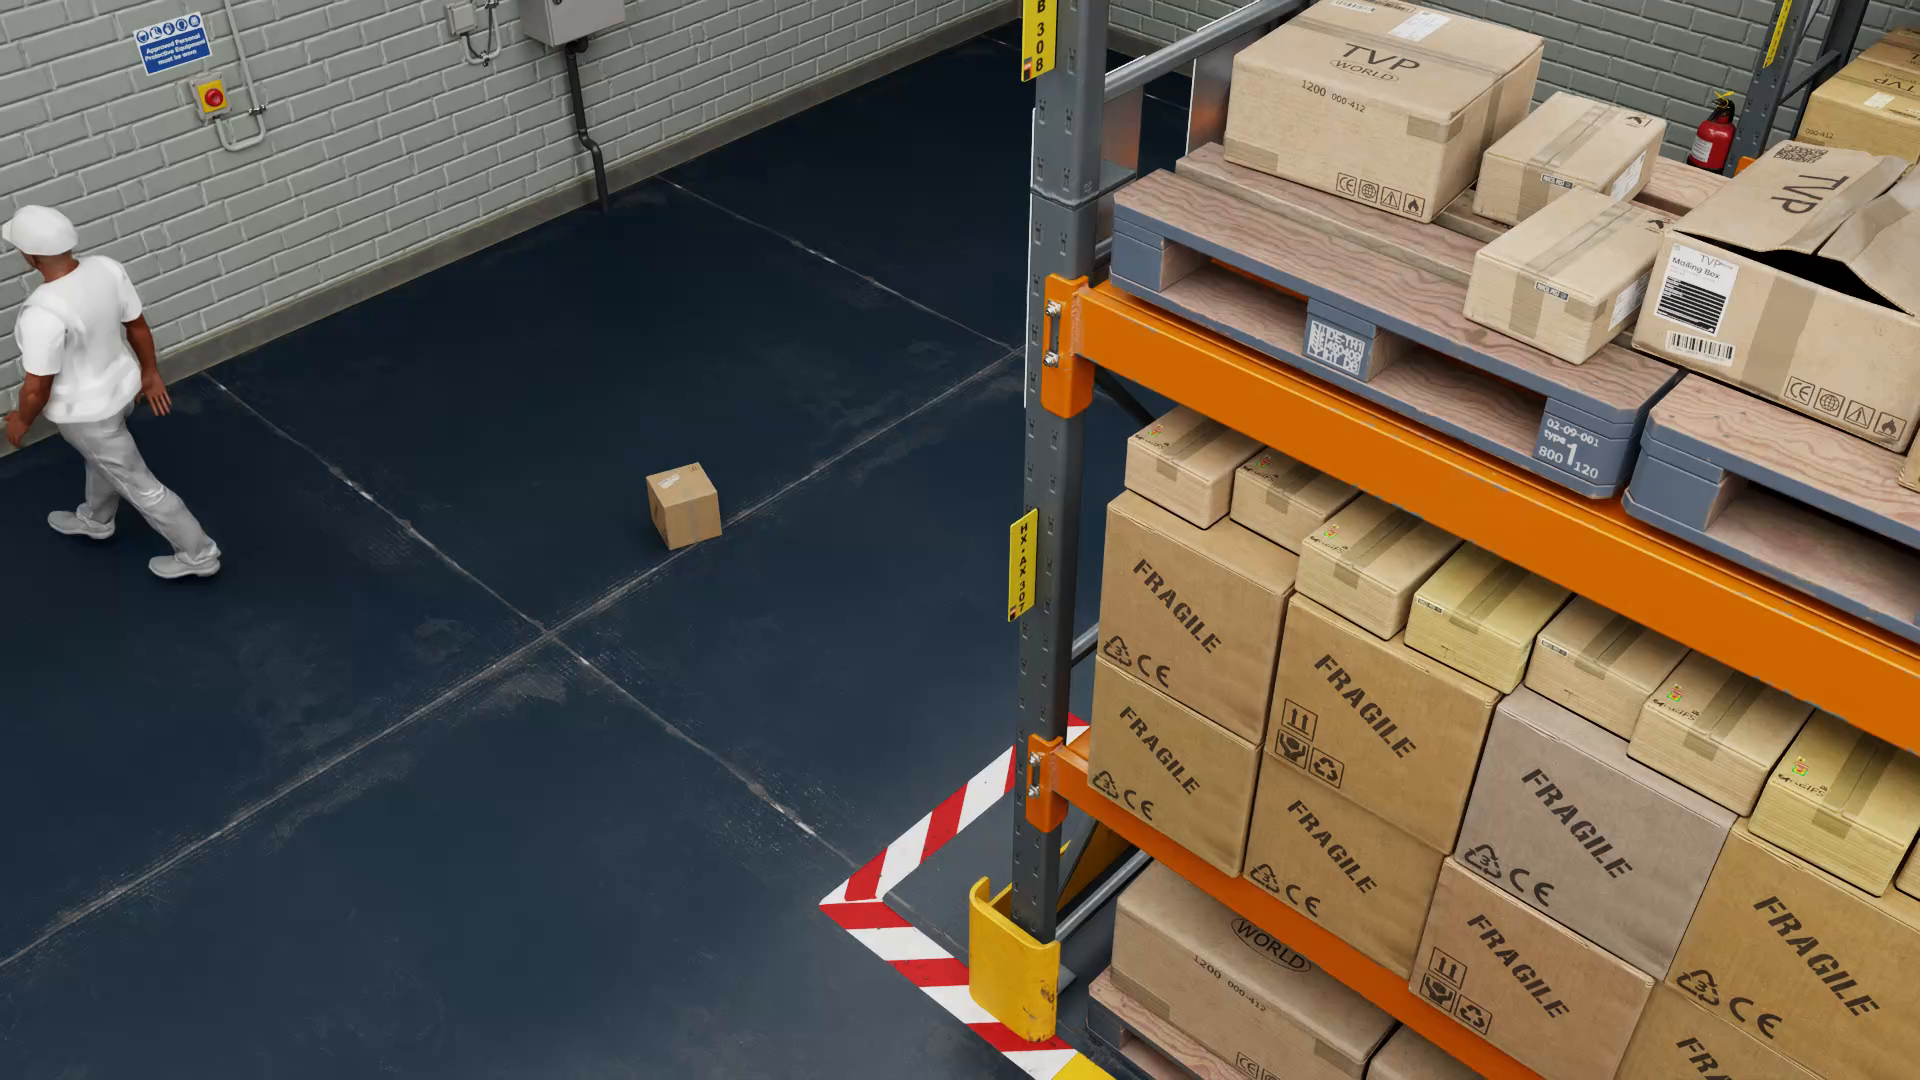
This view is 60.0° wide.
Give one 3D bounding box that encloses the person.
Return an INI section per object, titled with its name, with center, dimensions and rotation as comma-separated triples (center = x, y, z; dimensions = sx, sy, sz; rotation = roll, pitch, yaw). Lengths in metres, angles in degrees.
[person]
center = -3.679, -0.597, 6.845
dimensions = 0.908, 1.720, 0.571
rotation = 3, 39, 4
